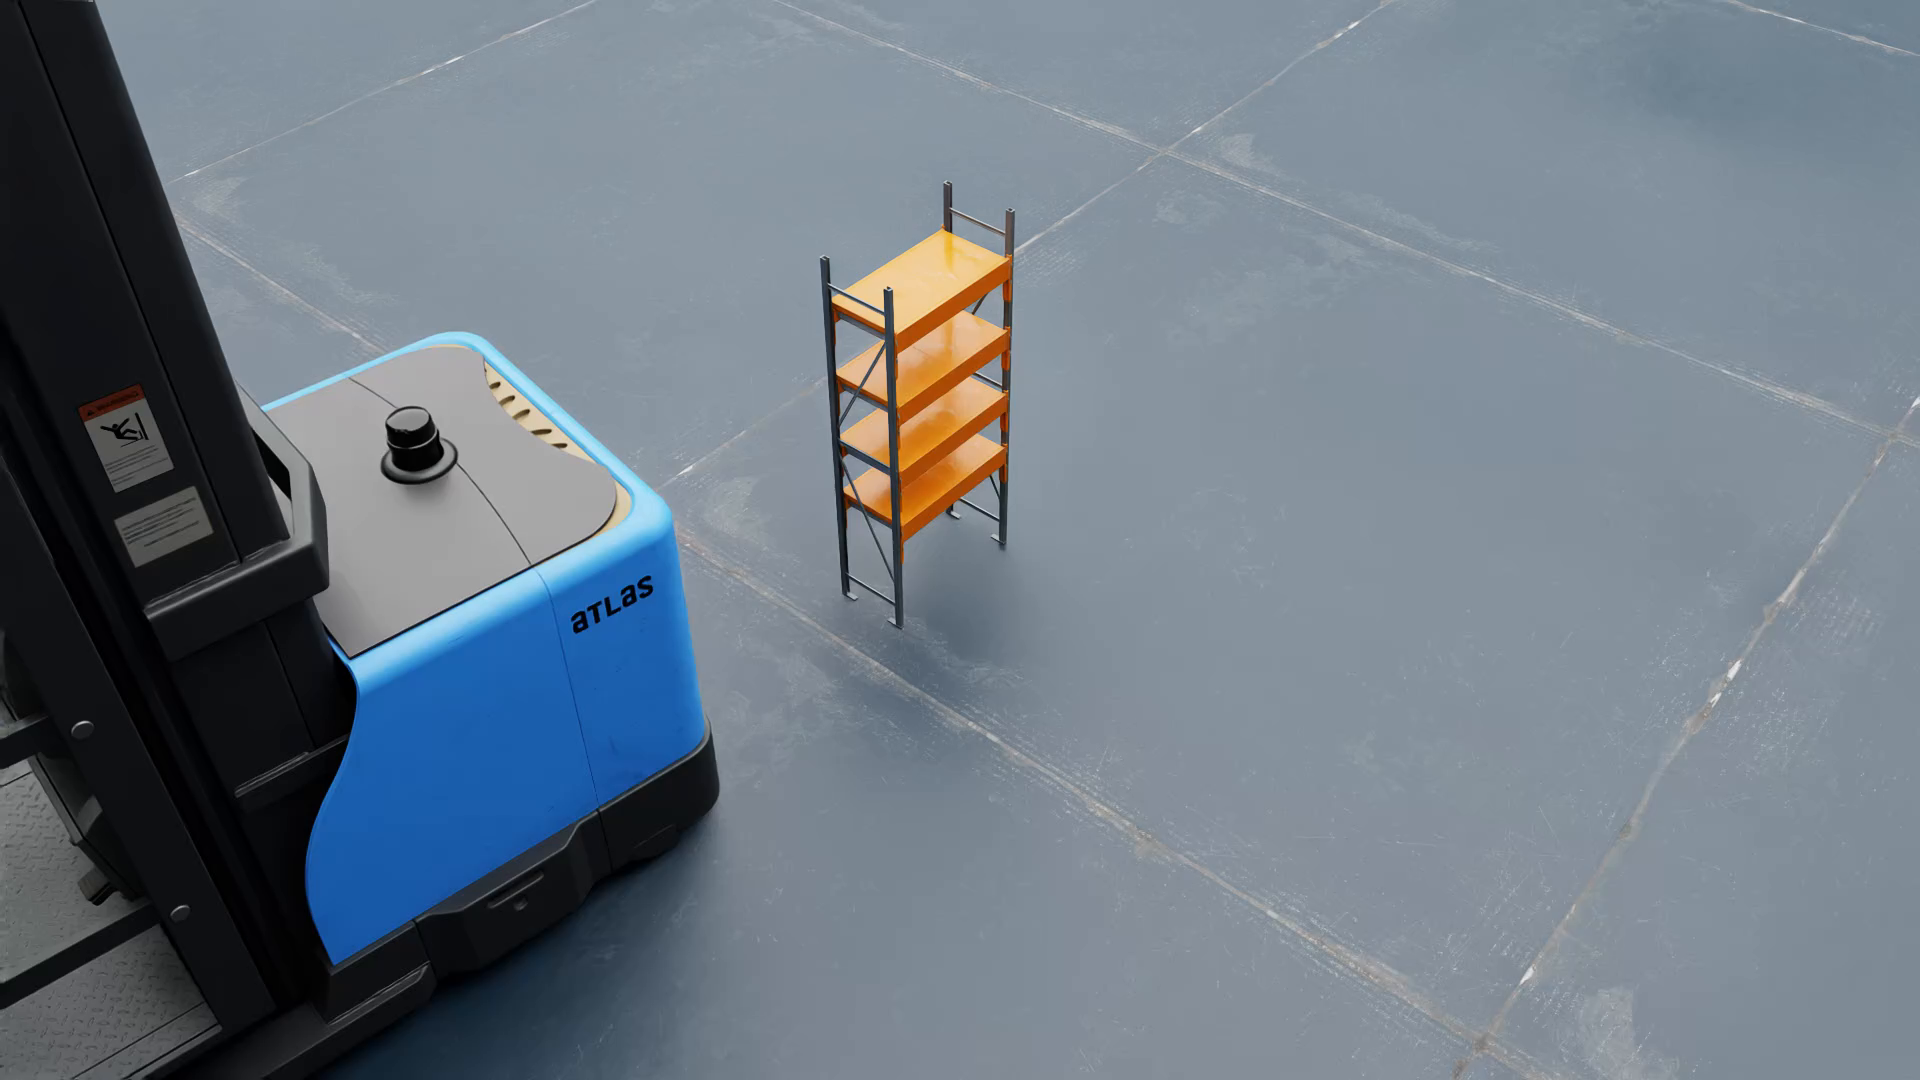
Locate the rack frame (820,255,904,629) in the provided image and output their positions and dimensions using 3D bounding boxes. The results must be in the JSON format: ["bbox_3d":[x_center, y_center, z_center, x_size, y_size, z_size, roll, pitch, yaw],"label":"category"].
[{"bbox_3d":[-0.264,-0.233,4.614,0.240,1.200,0.015,29,50,28],"label":"rack frame"}]

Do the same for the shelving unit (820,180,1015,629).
[{"bbox_3d":[-0.107,-0.359,4.753,0.258,1.200,0.503,29,50,28],"label":"shelving unit"}]

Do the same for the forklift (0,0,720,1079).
[{"bbox_3d":[-2.084,0.041,3.026,3.031,2.935,1.130,-30,50,-29],"label":"forklift"}]

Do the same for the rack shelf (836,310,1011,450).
[{"bbox_3d":[-0.107,-0.474,4.647,0.258,0.148,0.480,29,50,28],"label":"rack shelf"}]

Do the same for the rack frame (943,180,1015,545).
[{"bbox_3d":[0.051,-0.484,4.891,0.240,1.200,0.015,29,50,28],"label":"rack frame"}]

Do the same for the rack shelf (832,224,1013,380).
[{"bbox_3d":[-0.107,-0.649,4.488,0.258,0.148,0.480,29,50,28],"label":"rack shelf"}]

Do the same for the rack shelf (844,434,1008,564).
[{"bbox_3d":[-0.107,-0.162,4.931,0.258,0.148,0.480,29,50,28],"label":"rack shelf"}]

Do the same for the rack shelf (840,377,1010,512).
[{"bbox_3d":[-0.107,-0.309,4.798,0.258,0.148,0.480,29,50,28],"label":"rack shelf"}]
